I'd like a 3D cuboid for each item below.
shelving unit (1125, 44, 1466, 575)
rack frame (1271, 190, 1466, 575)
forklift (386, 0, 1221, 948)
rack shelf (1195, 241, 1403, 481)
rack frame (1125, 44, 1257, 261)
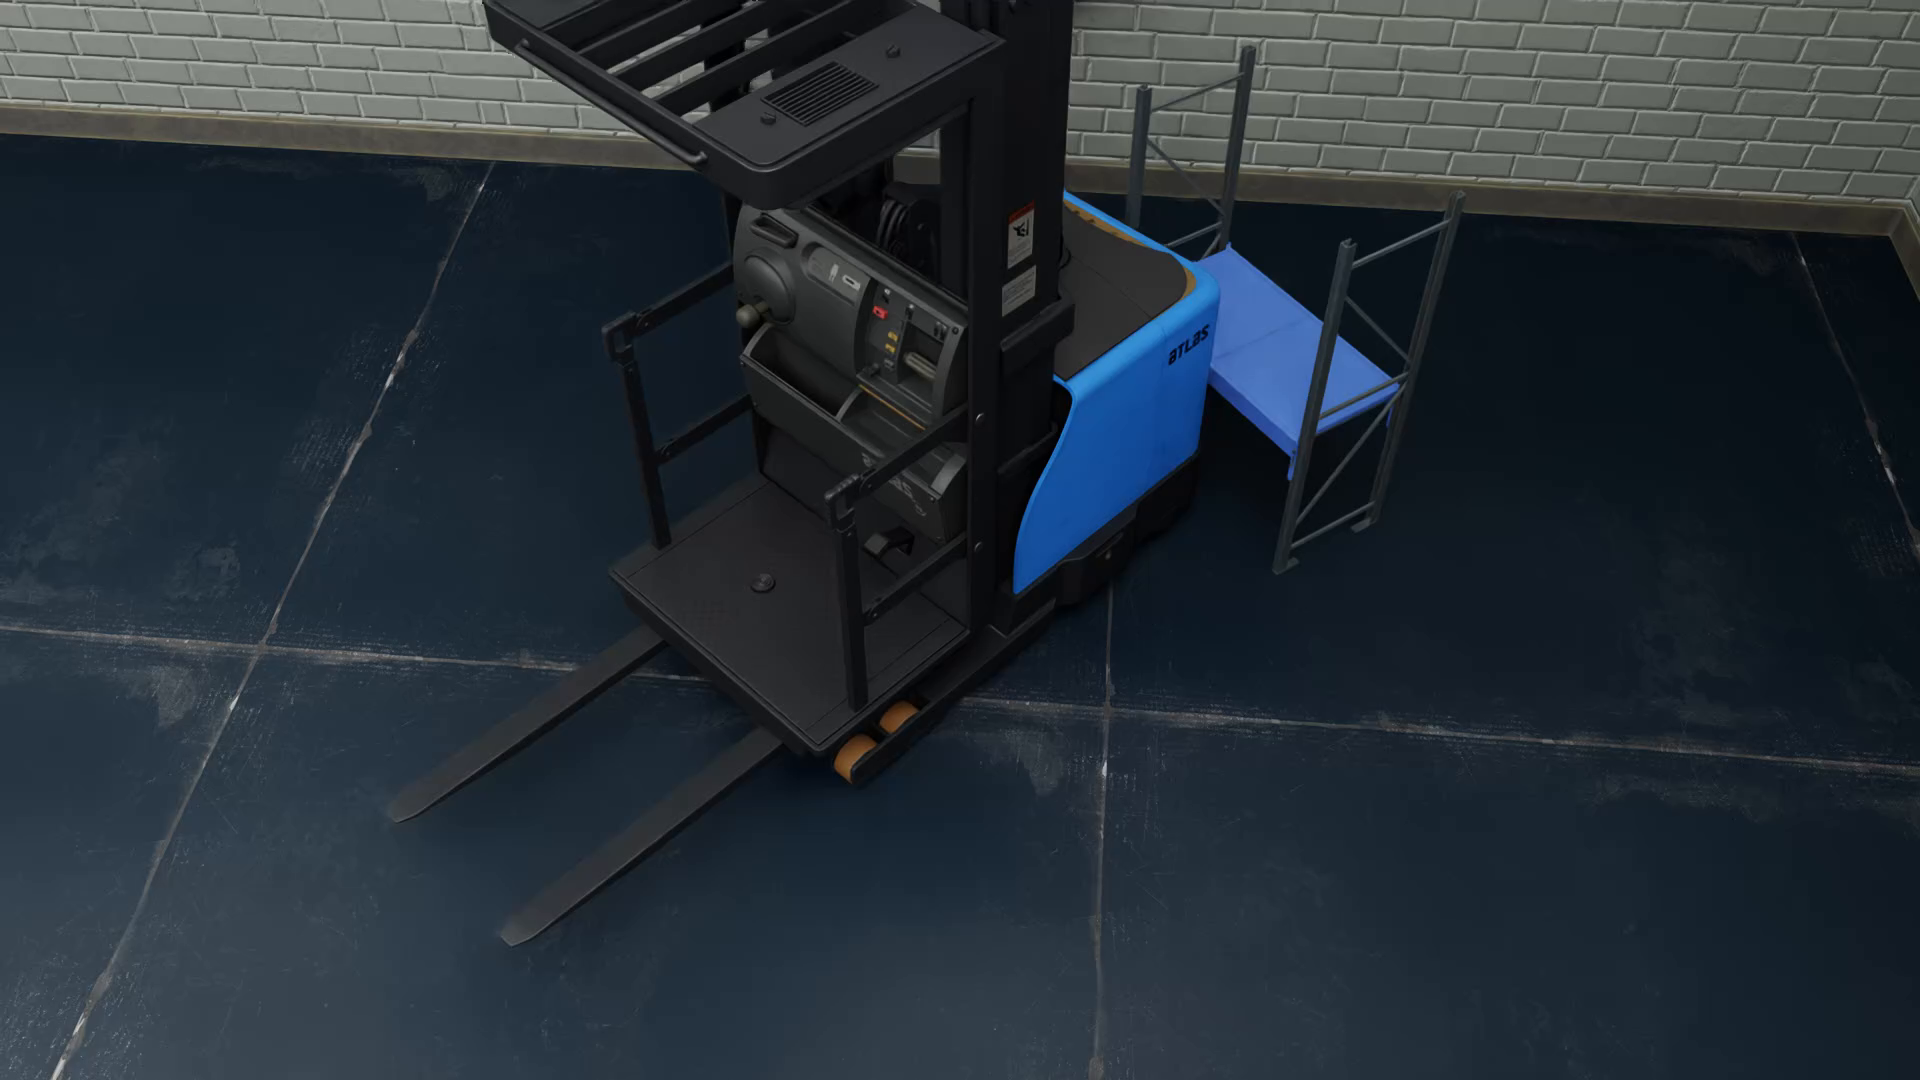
[{"bbox_3d":[1.092,-0.800,5.965,0.538,1.500,1.048,-26,53,-22],"label":"shelving unit"},{"bbox_3d":[1.369,-0.486,5.678,0.500,1.500,0.032,-26,53,-22],"label":"rack frame"},{"bbox_3d":[-0.492,-0.617,4.828,1.130,2.935,3.031,36,57,28],"label":"forklift"},{"bbox_3d":[1.092,-0.679,6.098,0.538,0.185,1.000,-26,53,-22],"label":"rack shelf"},{"bbox_3d":[0.815,-1.115,6.253,0.500,1.500,0.032,-26,53,-22],"label":"rack frame"}]
